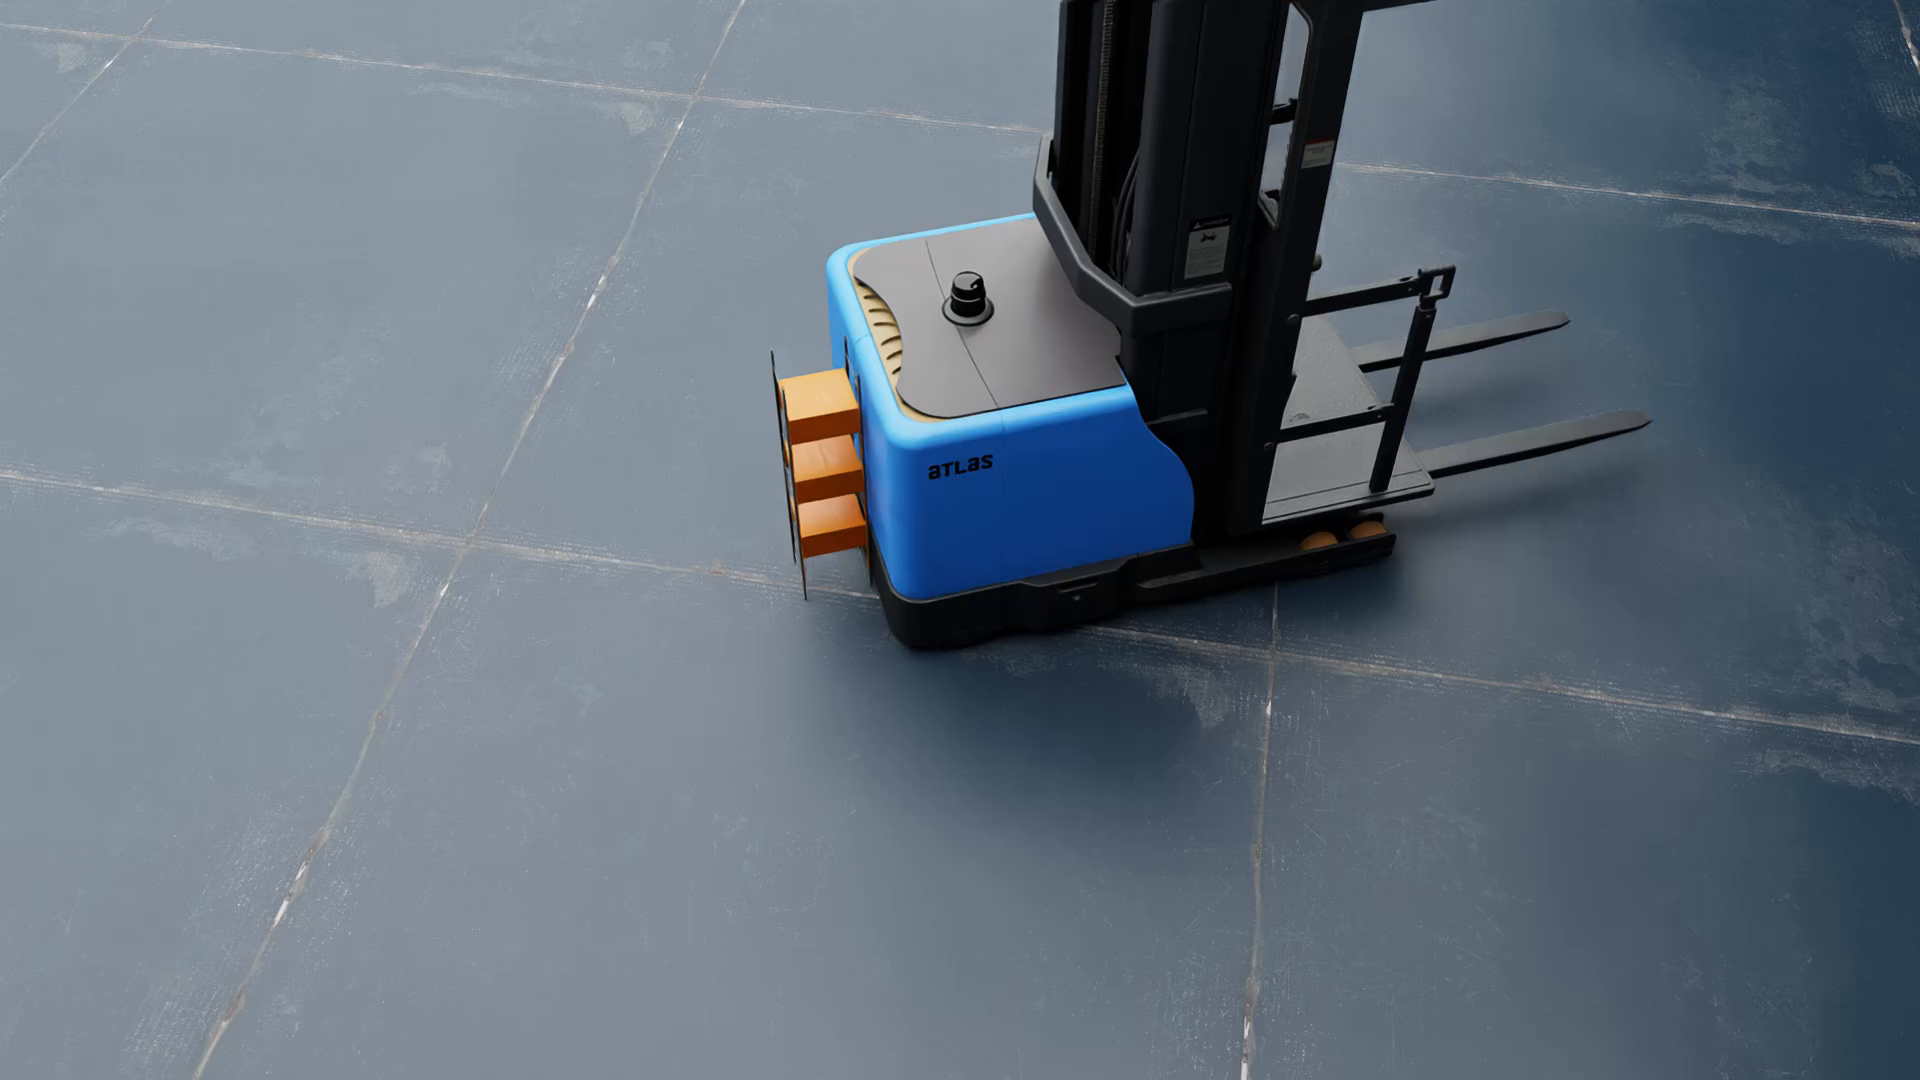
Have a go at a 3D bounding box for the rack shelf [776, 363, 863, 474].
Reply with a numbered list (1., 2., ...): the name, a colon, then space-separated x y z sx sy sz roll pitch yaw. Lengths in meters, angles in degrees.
1. rack shelf: -0.468 -0.405 5.540 0.240 0.259 0.215 -12 49 -10

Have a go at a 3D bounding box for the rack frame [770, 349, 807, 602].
1. rack frame: -0.586 -0.197 5.722 0.008 1.050 0.200 -12 49 -10

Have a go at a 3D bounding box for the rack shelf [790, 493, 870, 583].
1. rack shelf: -0.468 -0.029 5.958 0.240 0.259 0.215 -12 49 -10

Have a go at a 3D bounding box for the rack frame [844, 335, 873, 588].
1. rack frame: -0.351 -0.246 5.766 0.008 1.050 0.200 -12 49 -10

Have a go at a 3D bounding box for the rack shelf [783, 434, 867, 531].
1. rack shelf: -0.468 -0.215 5.751 0.240 0.259 0.215 -12 49 -10

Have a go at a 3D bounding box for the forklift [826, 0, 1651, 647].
1. forklift: 1.101 -1.221 5.376 3.031 2.935 1.130 -12 49 -10

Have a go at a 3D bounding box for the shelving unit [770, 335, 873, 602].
1. shelving unit: -0.468 -0.222 5.744 0.252 1.050 0.215 -12 49 -10
